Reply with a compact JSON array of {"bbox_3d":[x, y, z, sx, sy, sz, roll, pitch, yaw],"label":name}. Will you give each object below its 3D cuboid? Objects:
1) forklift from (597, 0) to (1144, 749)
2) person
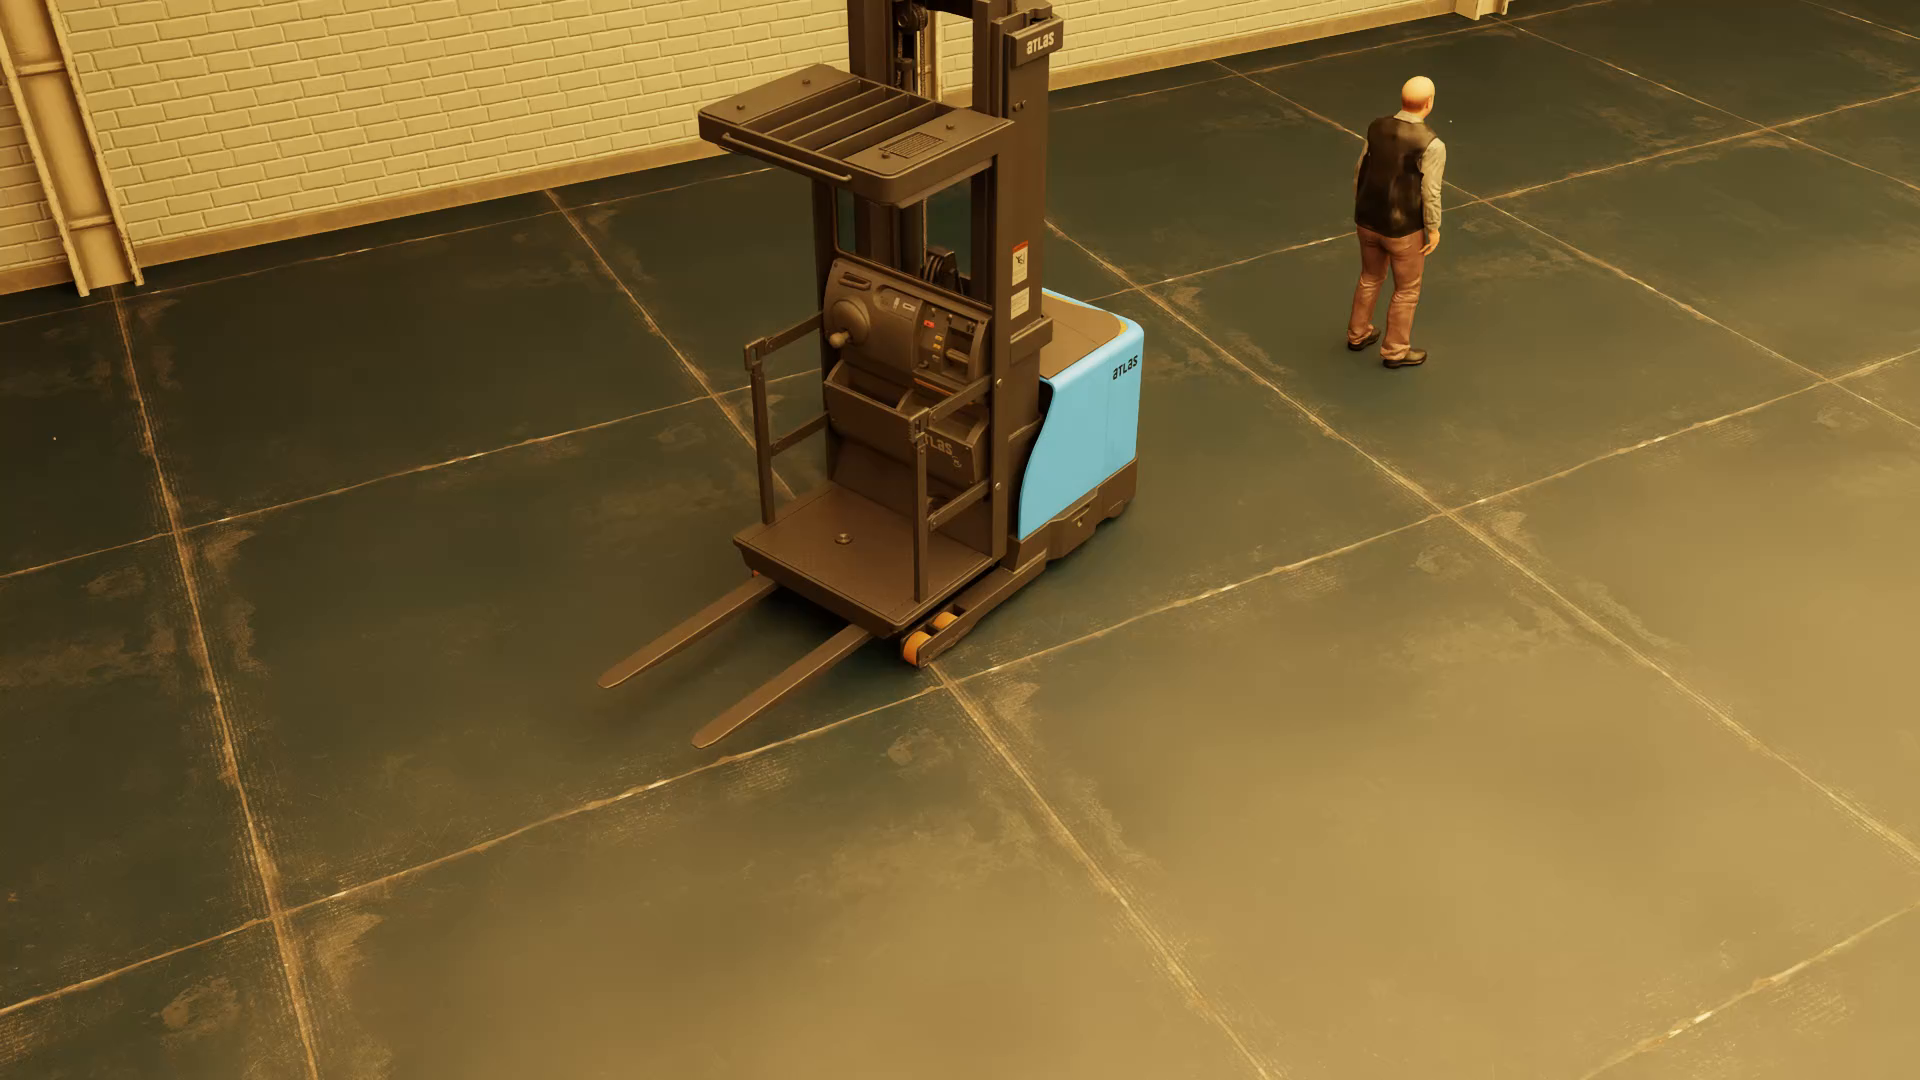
[{"bbox_3d":[-0.390,-0.927,7.434,1.130,2.935,3.031,26,43,31],"label":"forklift"},{"bbox_3d":[2.556,-1.867,9.815,0.426,1.720,0.592,-26,43,-32],"label":"person"}]
